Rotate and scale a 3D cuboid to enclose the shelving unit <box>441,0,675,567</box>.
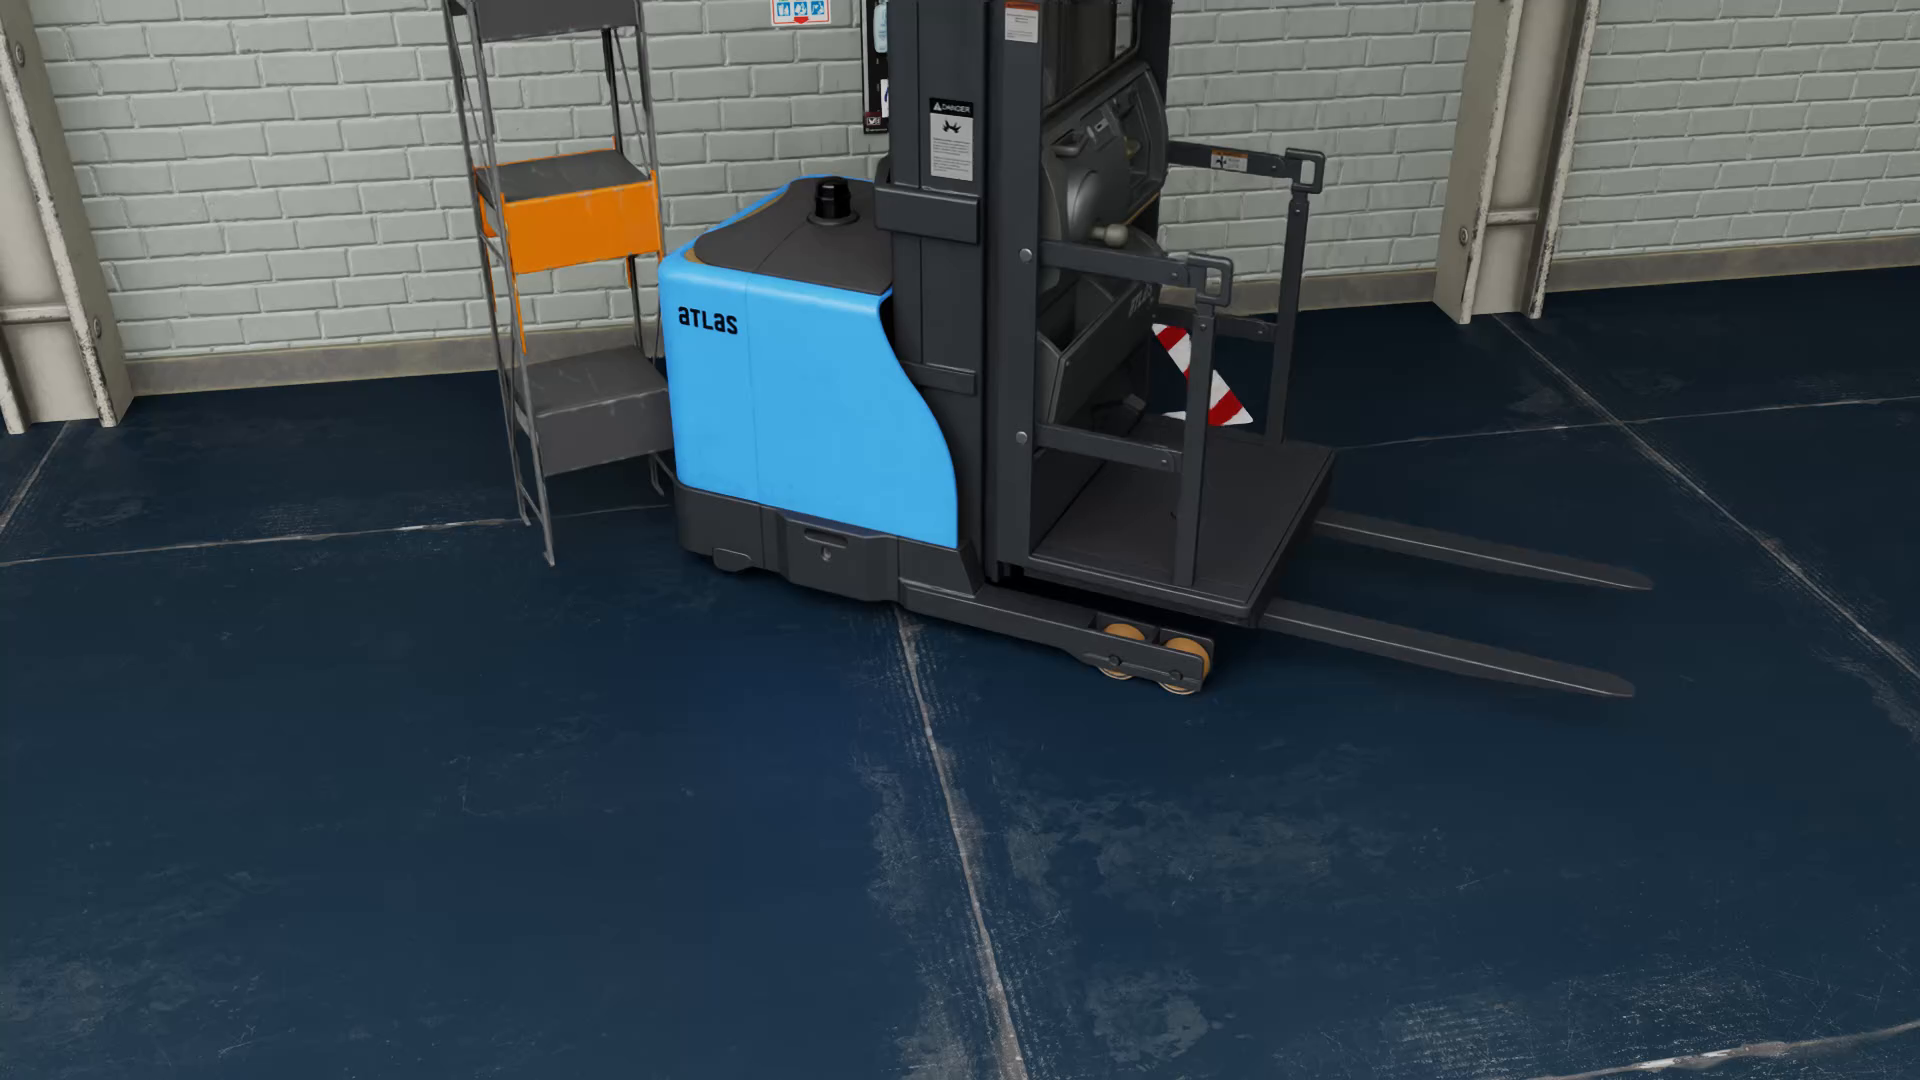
[{"bbox_3d":[-1.247,-0.964,5.318,0.503,2.100,0.431,-15,34,-24],"label":"shelving unit"}]

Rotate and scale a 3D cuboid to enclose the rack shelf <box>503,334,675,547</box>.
[{"bbox_3d":[-1.247,-0.349,5.679,0.480,0.518,0.431,-15,34,-24],"label":"rack shelf"}]

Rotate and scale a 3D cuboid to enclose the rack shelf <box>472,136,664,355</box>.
[{"bbox_3d":[-1.247,-0.952,5.324,0.480,0.518,0.431,-15,34,-24],"label":"rack shelf"}]

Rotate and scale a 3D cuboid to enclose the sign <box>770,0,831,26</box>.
[{"bbox_3d":[-0.620,-2.156,6.422,0.234,0.329,0.001,-5,31,-9],"label":"sign"}]

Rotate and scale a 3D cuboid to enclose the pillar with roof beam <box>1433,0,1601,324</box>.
[{"bbox_3d":[3.155,-2.786,1.609,0.400,9.000,9.100,-5,31,-9],"label":"pillar with roof beam"}]

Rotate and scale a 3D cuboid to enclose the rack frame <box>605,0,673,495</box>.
[{"bbox_3d":[-1.031,-1.021,5.415,0.015,2.100,0.400,-15,34,-24],"label":"rack frame"}]

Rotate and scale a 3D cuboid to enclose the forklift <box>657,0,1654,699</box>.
[{"bbox_3d":[0.612,-1.109,4.745,3.031,2.935,1.130,13,33,21],"label":"forklift"}]

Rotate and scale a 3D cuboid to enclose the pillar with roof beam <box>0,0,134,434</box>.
[{"bbox_3d":[-2.747,-2.238,0.678,0.400,9.000,9.100,-5,31,-9],"label":"pillar with roof beam"}]

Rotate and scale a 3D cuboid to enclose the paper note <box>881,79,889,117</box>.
[{"bbox_3d":[-0.245,-1.778,6.683,0.142,0.148,0.016,-5,31,-9],"label":"paper note"}]

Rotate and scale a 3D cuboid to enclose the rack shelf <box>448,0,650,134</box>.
[{"bbox_3d":[-1.247,-1.555,4.970,0.480,0.518,0.431,-15,34,-24],"label":"rack shelf"}]

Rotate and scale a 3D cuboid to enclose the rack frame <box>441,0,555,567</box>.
[{"bbox_3d":[-1.463,-0.906,5.220,0.015,2.100,0.400,-15,34,-24],"label":"rack frame"}]

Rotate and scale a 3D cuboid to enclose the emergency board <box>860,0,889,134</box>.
[{"bbox_3d":[-0.058,-2.139,6.429,0.643,1.169,0.194,-5,31,-9],"label":"emergency board"}]
